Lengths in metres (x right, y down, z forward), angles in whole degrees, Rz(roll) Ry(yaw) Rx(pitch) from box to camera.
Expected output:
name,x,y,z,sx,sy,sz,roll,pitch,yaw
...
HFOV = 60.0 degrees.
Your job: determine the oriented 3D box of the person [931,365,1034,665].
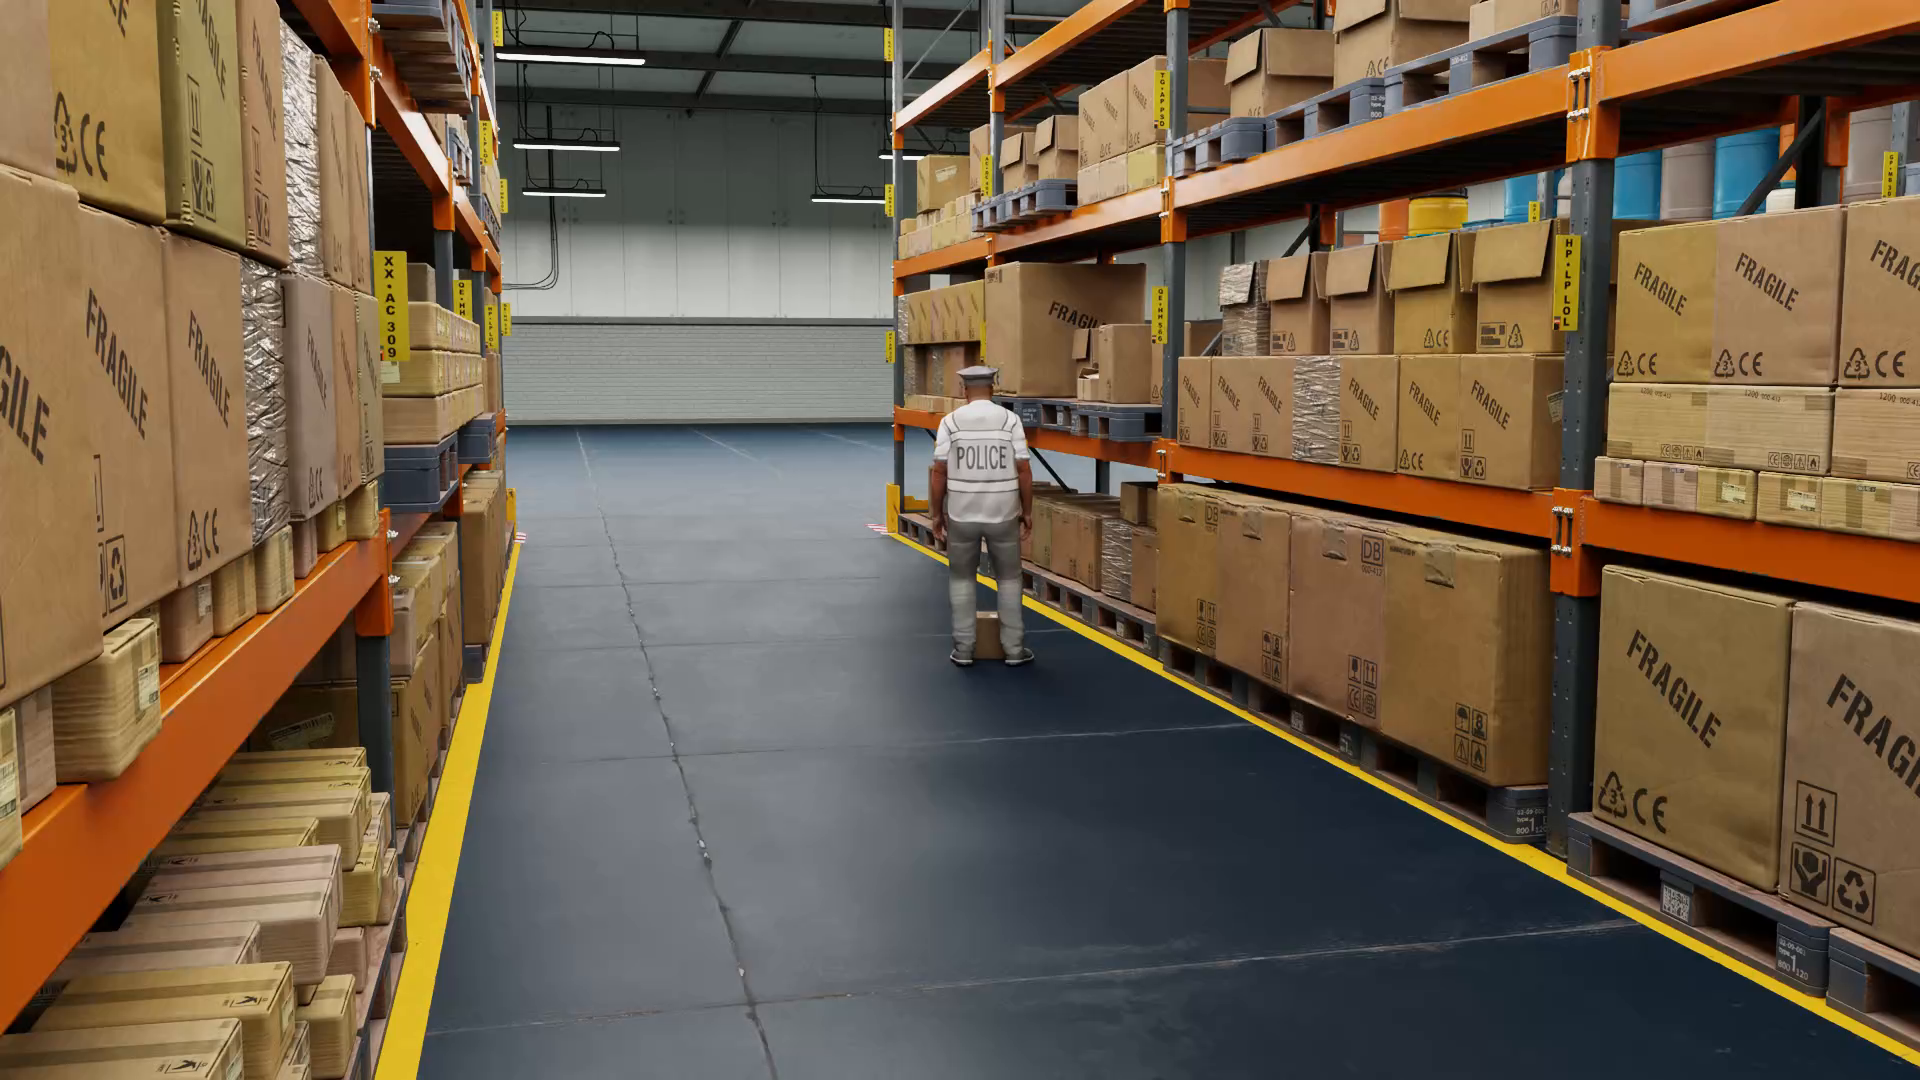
name,x,y,z,sx,sy,sz,roll,pitch,yaw
person,0.136,-0.142,9.731,0.606,1.751,0.430,0,6,1
